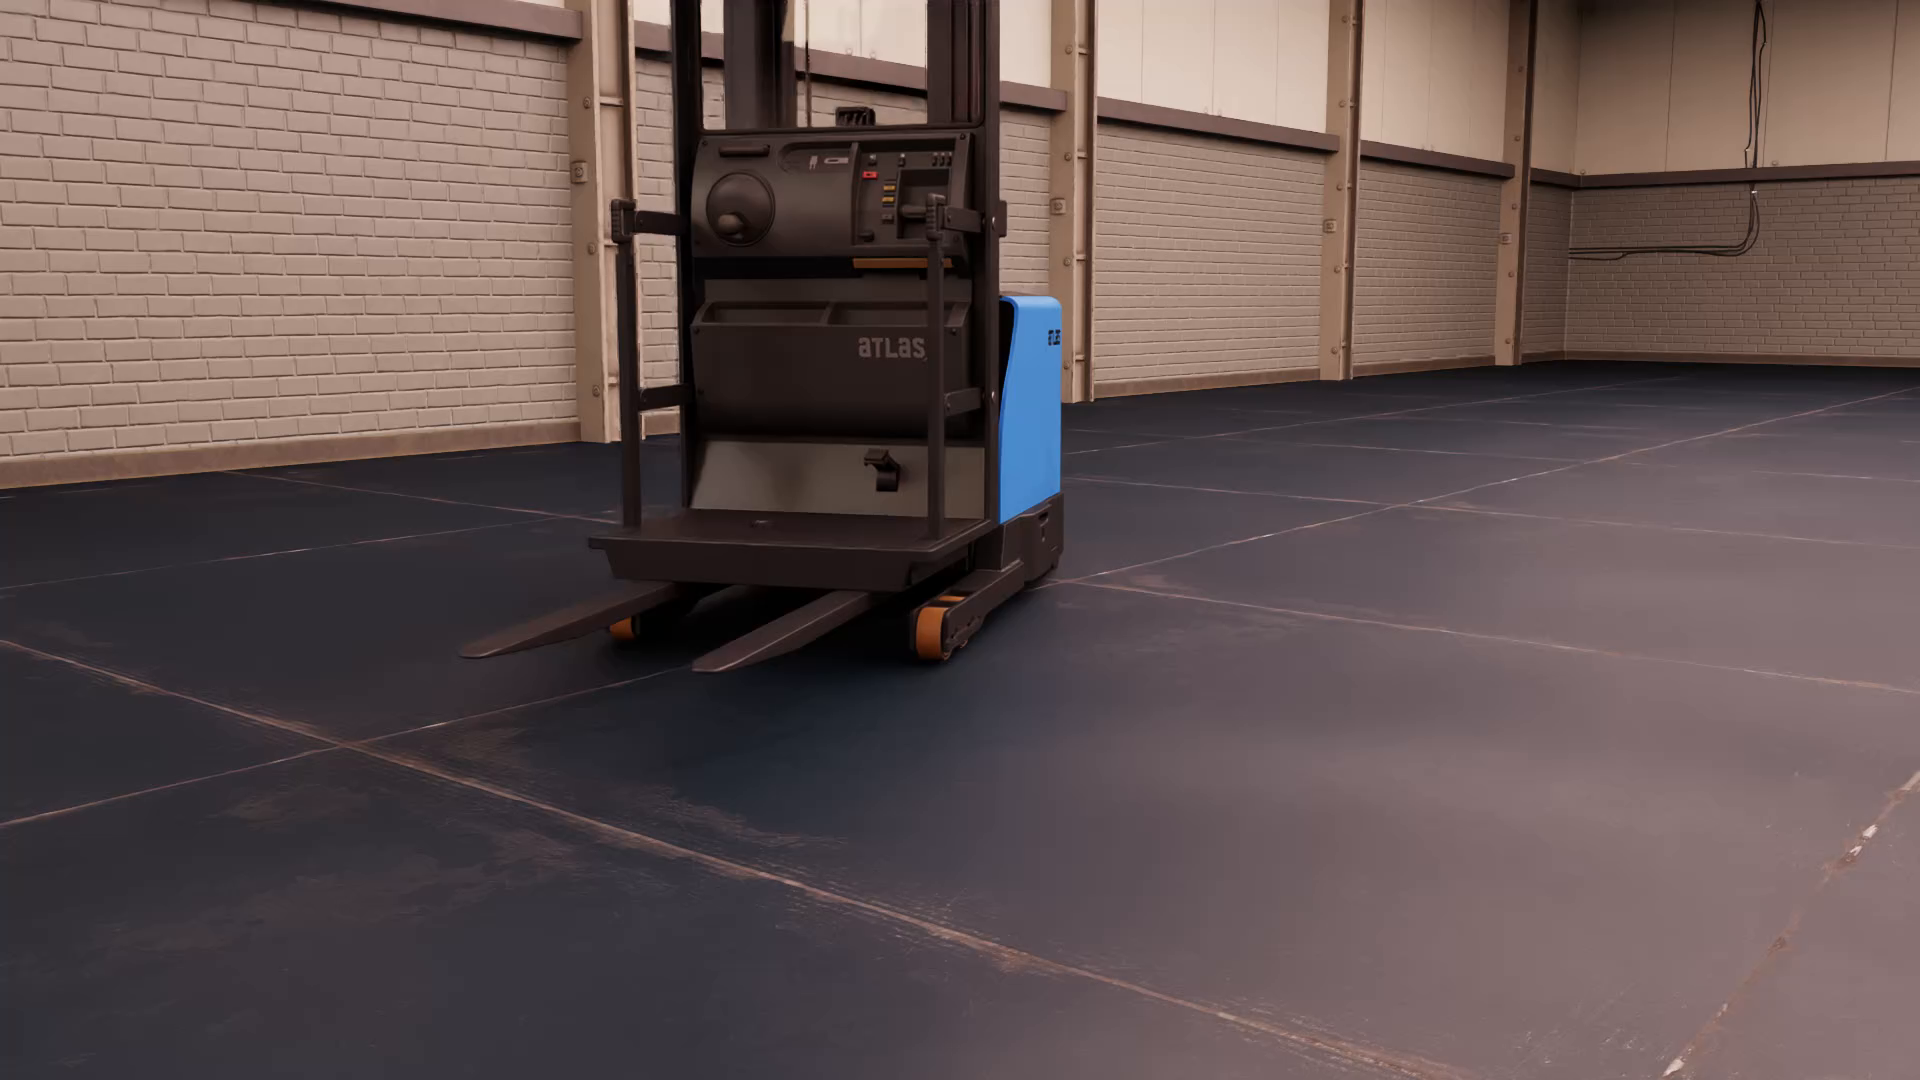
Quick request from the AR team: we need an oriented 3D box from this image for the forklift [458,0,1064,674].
[{"bbox_3d":[-0.477,-1.152,5.156,1.130,2.935,3.031,2,9,15],"label":"forklift"}]
